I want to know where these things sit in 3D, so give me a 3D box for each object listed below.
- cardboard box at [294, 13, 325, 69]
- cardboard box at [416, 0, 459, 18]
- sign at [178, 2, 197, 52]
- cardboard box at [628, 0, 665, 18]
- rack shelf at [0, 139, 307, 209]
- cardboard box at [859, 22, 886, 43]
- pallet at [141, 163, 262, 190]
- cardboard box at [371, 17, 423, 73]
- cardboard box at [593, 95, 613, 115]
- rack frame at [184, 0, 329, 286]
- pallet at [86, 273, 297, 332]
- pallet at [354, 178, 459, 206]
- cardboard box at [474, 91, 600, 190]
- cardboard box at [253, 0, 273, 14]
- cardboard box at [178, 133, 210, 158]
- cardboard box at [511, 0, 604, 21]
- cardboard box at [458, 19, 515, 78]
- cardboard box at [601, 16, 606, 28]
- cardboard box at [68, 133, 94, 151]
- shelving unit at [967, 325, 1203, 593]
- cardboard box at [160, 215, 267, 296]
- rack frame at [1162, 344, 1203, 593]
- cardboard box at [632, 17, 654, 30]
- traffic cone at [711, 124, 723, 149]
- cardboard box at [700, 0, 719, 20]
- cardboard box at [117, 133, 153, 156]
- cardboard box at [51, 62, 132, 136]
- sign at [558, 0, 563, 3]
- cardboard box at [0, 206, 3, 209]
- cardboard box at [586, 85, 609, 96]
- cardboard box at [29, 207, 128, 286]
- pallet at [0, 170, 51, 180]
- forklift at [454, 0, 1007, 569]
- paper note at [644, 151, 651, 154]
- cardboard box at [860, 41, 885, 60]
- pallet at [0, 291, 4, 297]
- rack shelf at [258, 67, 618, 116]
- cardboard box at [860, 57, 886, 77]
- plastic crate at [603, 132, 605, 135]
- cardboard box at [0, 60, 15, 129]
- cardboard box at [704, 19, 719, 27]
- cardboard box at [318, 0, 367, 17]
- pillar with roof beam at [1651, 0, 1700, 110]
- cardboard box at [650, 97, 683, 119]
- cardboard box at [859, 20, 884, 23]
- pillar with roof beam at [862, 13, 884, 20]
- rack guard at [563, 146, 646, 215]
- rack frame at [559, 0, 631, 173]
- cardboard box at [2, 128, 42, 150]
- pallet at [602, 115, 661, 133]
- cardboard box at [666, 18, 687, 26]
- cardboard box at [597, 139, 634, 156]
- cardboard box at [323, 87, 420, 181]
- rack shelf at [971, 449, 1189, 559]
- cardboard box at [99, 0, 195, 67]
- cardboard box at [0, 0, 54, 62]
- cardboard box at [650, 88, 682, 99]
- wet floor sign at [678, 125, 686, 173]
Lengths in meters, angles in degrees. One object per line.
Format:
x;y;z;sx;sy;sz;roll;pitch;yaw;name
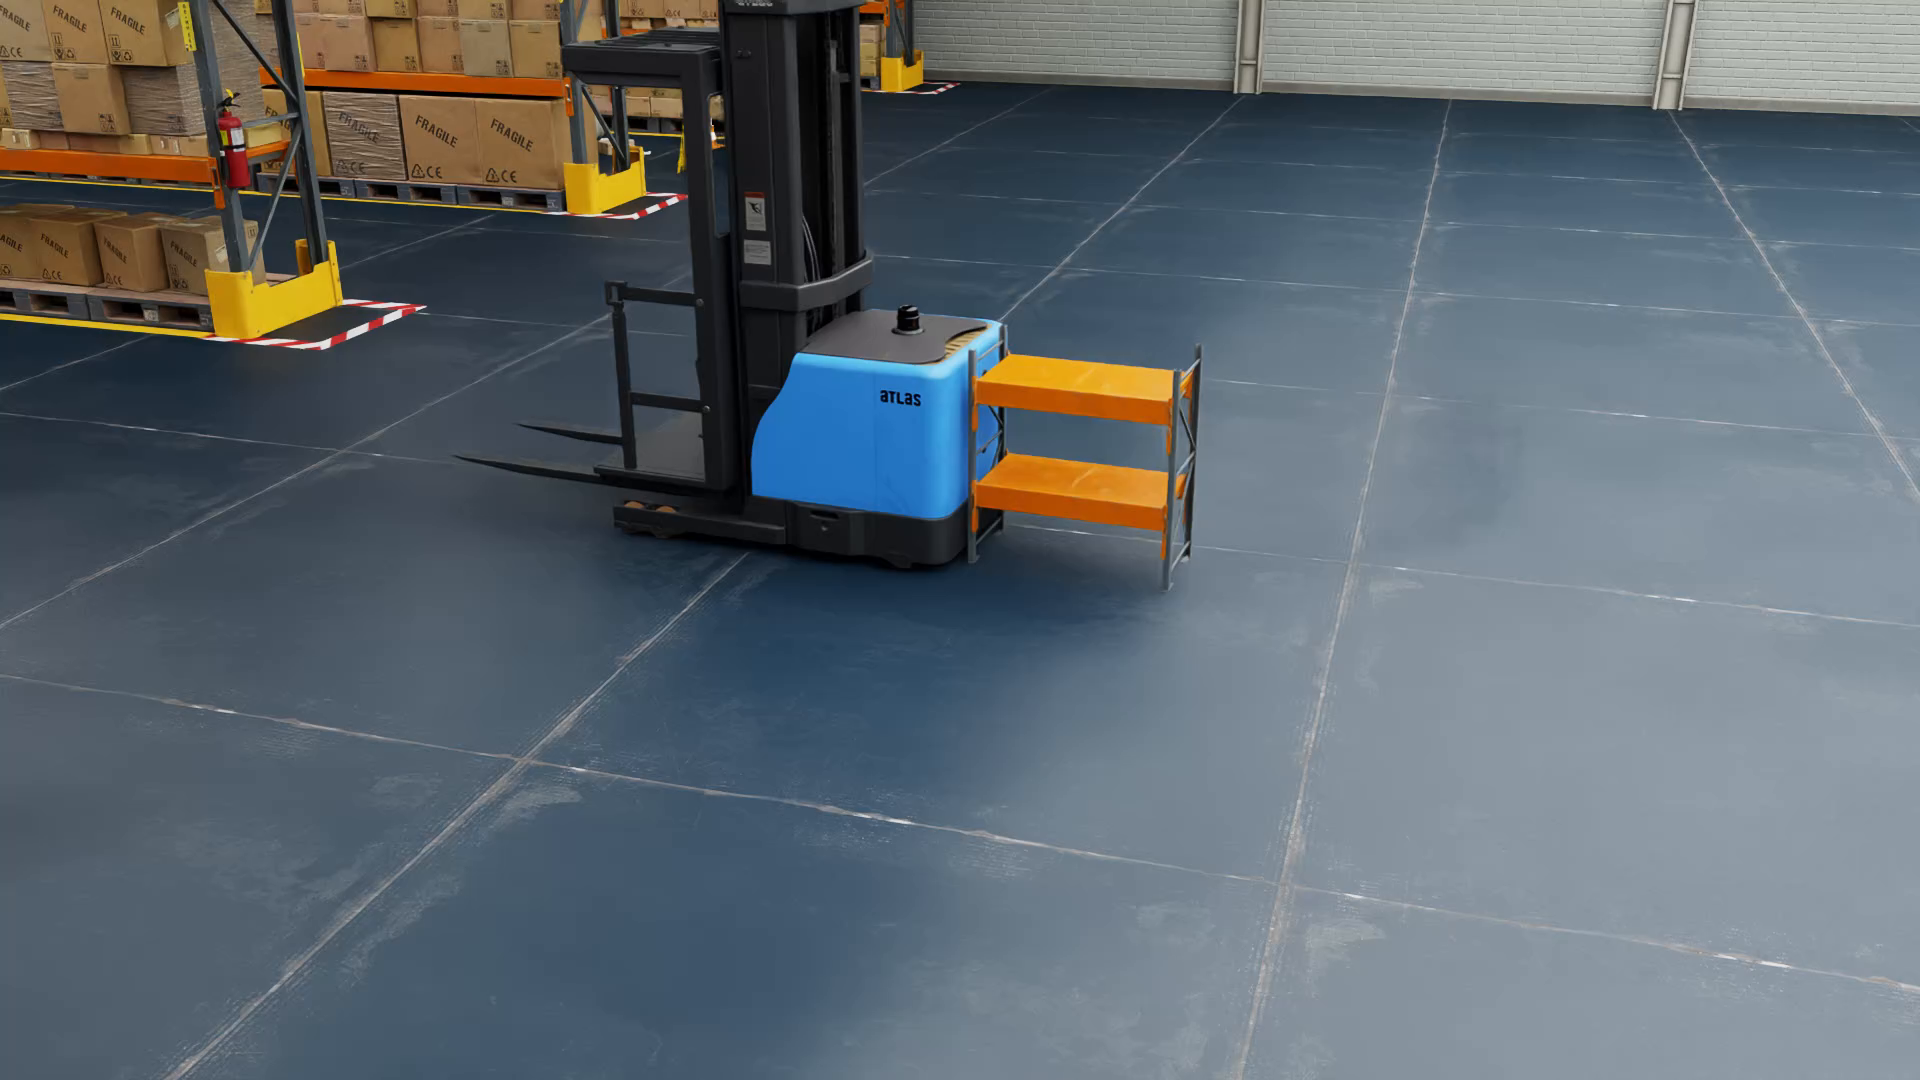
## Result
-6.630;-5.315;17.576;0.550;0.550;0.875;7;23;16;cardboard box
-5.084;-5.656;16.986;0.550;0.550;0.875;7;23;16;cardboard box
-5.399;-3.586;11.619;0.005;0.325;0.100;7;23;16;sign
-3.912;-6.961;21.263;0.500;0.500;0.500;6;23;15;cardboard box
-7.134;-2.990;13.056;4.000;0.370;1.077;7;23;16;rack shelf
-1.458;-7.830;25.659;0.500;0.250;0.500;7;23;17;cardboard box
-8.280;-4.101;18.489;1.213;0.211;1.003;7;23;16;pallet
-5.610;-5.191;17.275;0.500;0.550;0.875;7;23;16;cardboard box
-4.676;-5.791;22.005;0.500;0.250;0.500;6;23;15;cardboard box
-5.219;-3.104;12.385;0.127;3.000;1.000;7;23;16;rack frame
-6.060;-1.924;13.183;1.213;0.211;1.003;7;23;16;pallet
-5.642;-3.799;17.752;1.213;0.211;1.003;7;23;15;pallet
-4.358;-4.157;17.197;0.875;0.875;0.875;7;23;16;cardboard box
-7.176;-5.850;17.457;0.550;0.550;0.875;7;23;16;cardboard box
-5.552;-2.944;12.326;0.250;0.149;0.380;7;23;16;cardboard box
-4.034;-5.519;16.651;0.550;0.550;0.875;7;23;16;cardboard box
-4.591;-5.041;16.909;0.550;0.550;0.875;7;23;16;cardboard box
-4.506;-6.715;21.518;0.250;0.149;0.380;6;23;15;cardboard box
-6.507;-3.056;12.598;0.250;0.149;0.380;7;23;16;cardboard box
0.615;-0.420;8.311;1.048;1.125;0.538;8;24;19;shelving unit
-5.812;-2.216;12.961;0.500;0.500;0.500;11;25;25;cardboard box
1.091;-0.352;8.147;0.032;1.125;0.500;8;24;19;rack frame
-4.021;-6.666;21.400;0.250;0.149;0.380;6;23;15;cardboard box
-3.141;-5.109;20.616;0.334;0.463;0.336;7;23;16;traffic cone
-2.956;-6.848;20.988;0.500;0.500;0.500;6;23;15;cardboard box
-6.045;-2.980;12.414;0.250;0.149;0.380;7;23;16;cardboard box
-6.251;-3.369;12.508;0.500;0.500;0.875;7;23;16;cardboard box
-3.860;-5.345;16.009;0.005;0.325;0.100;7;23;16;sign
-8.127;-2.462;13.560;0.500;0.500;0.500;15;27;32;cardboard box
-4.688;-6.138;21.862;0.500;0.500;0.500;8;24;18;cardboard box
-6.988;-2.345;13.274;0.500;0.500;0.500;9;24;20;cardboard box
-10.616;-4.368;19.141;1.213;0.211;1.003;7;23;16;pallet
-1.309;-1.542;8.667;3.031;2.935;1.130;8;24;19;forklift
-3.837;-4.711;20.215;0.142;0.019;0.148;-1;22;-3;paper note
-1.483;-7.602;25.760;0.500;0.250;0.500;6;23;15;cardboard box
-8.396;-2.192;13.835;1.213;0.211;1.003;7;23;16;pallet
-5.605;-4.781;17.422;4.000;0.370;1.077;7;23;16;rack shelf
-1.468;-7.367;25.848;0.500;0.250;0.500;7;23;16;cardboard box
-4.920;-5.322;21.640;0.583;0.080;0.402;-1;22;-3;plastic crate
-7.193;-3.499;12.824;0.500;0.500;0.875;7;23;16;cardboard box
-3.051;-6.539;21.090;0.250;0.149;0.380;6;23;15;cardboard box
-6.139;-5.722;17.147;0.550;0.550;0.875;7;23;16;cardboard box
8.912;-8.808;18.386;0.400;9.000;9.100;7;23;16;pillar with roof beam
-3.702;-5.677;21.728;0.500;0.250;0.500;7;23;16;cardboard box
-1.332;-8.015;26.108;0.500;0.250;0.500;6;23;15;cardboard box
-2.576;-10.124;21.593;0.400;9.000;9.100;7;23;16;pillar with roof beam
-3.667;-3.736;17.219;0.348;0.500;1.175;7;23;16;rack guard
-3.690;-4.895;16.751;0.127;3.000;1.000;7;23;16;rack frame
-7.018;-3.070;12.633;0.250;0.149;0.380;7;23;16;cardboard box
-4.361;-5.659;22.288;1.213;0.211;1.003;7;23;16;pallet
-3.546;-6.592;21.219;0.250;0.149;0.380;7;23;16;cardboard box
-4.194;-4.795;20.264;0.380;0.149;0.250;-20;29;-39;cardboard box
-6.073;-4.353;17.676;0.875;0.875;0.875;7;23;16;cardboard box
0.615;-0.194;8.404;1.000;0.278;0.538;8;24;19;rack shelf
-5.817;-3.721;12.048;0.500;0.500;0.500;7;23;16;cardboard box
-6.776;-3.829;12.312;0.500;0.500;0.500;7;23;16;cardboard box
-3.700;-6.023;21.582;0.500;0.500;0.500;7;23;17;cardboard box
-3.090;-4.522;18.944;0.232;0.644;0.267;3;22;6;wet floor sign
